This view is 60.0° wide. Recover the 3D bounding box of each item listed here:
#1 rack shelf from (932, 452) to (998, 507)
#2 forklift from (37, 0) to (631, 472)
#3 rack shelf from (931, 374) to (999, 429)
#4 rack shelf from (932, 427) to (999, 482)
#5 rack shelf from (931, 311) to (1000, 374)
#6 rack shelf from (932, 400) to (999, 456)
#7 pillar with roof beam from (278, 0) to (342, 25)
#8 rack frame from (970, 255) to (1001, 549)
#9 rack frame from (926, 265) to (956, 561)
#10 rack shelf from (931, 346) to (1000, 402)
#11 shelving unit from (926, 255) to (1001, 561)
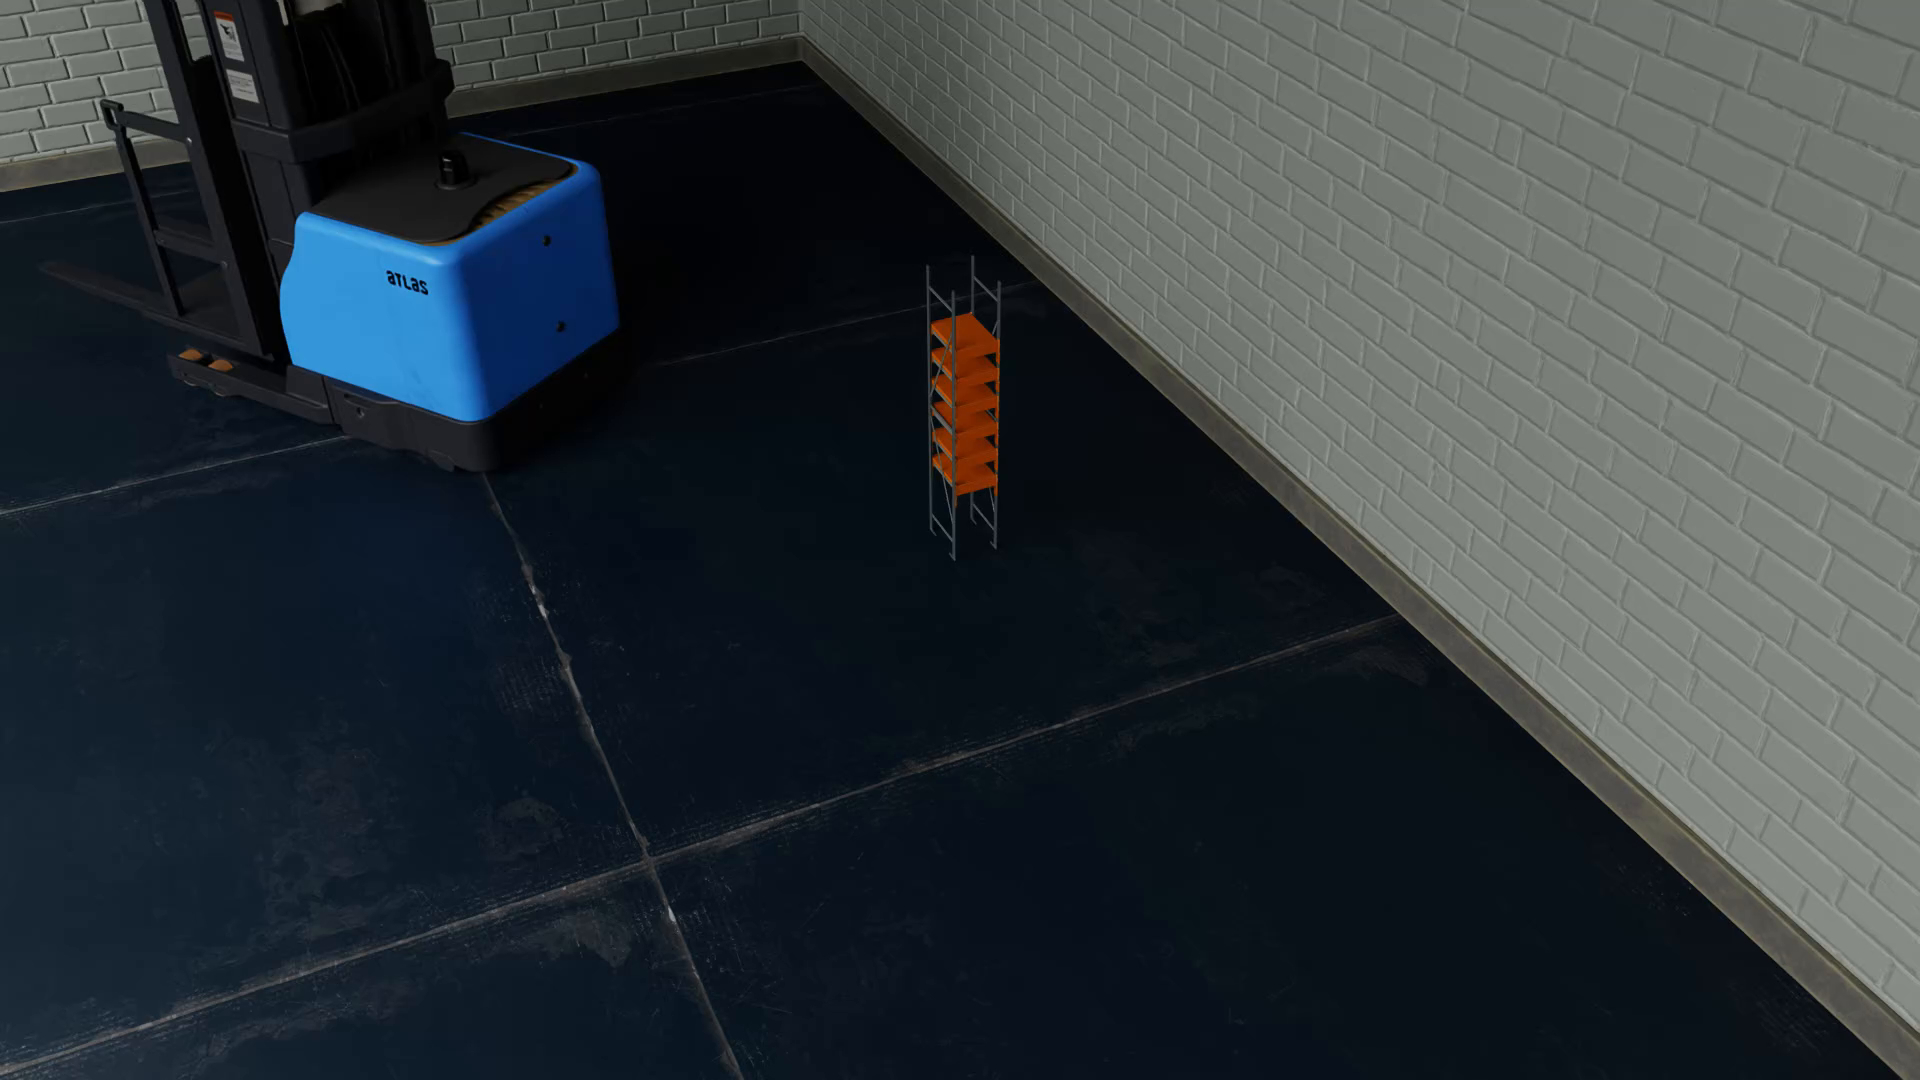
[{"bbox_3d":[0.013,-0.257,6.567,0.180,0.103,0.258,-16,39,-20],"label":"rack shelf"},{"bbox_3d":[-3.067,-2.092,7.110,3.031,2.935,1.130,18,40,23],"label":"forklift"},{"bbox_3d":[0.013,-0.546,6.352,0.180,0.103,0.258,-16,39,-20],"label":"rack shelf"},{"bbox_3d":[0.013,-0.354,6.495,0.180,0.103,0.258,-16,39,-20],"label":"rack shelf"},{"bbox_3d":[0.013,-0.739,6.210,0.180,0.103,0.258,-16,39,-20],"label":"rack shelf"},{"bbox_3d":[0.013,-0.450,6.424,0.180,0.103,0.258,-16,39,-20],"label":"rack shelf"},{"bbox_3d":[-1.860,-3.665,4.137,0.400,9.000,9.100,-16,39,-20],"label":"pillar with roof beam"},{"bbox_3d":[0.096,-0.509,6.429,0.006,1.200,0.240,-16,39,-20],"label":"rack frame"},{"bbox_3d":[-0.070,-0.462,6.366,0.006,1.200,0.240,-16,39,-20],"label":"rack frame"},{"bbox_3d":[0.013,-0.643,6.281,0.180,0.103,0.258,-16,39,-20],"label":"rack shelf"},{"bbox_3d":[0.013,-0.486,6.398,0.189,1.200,0.258,-16,39,-20],"label":"shelving unit"}]
